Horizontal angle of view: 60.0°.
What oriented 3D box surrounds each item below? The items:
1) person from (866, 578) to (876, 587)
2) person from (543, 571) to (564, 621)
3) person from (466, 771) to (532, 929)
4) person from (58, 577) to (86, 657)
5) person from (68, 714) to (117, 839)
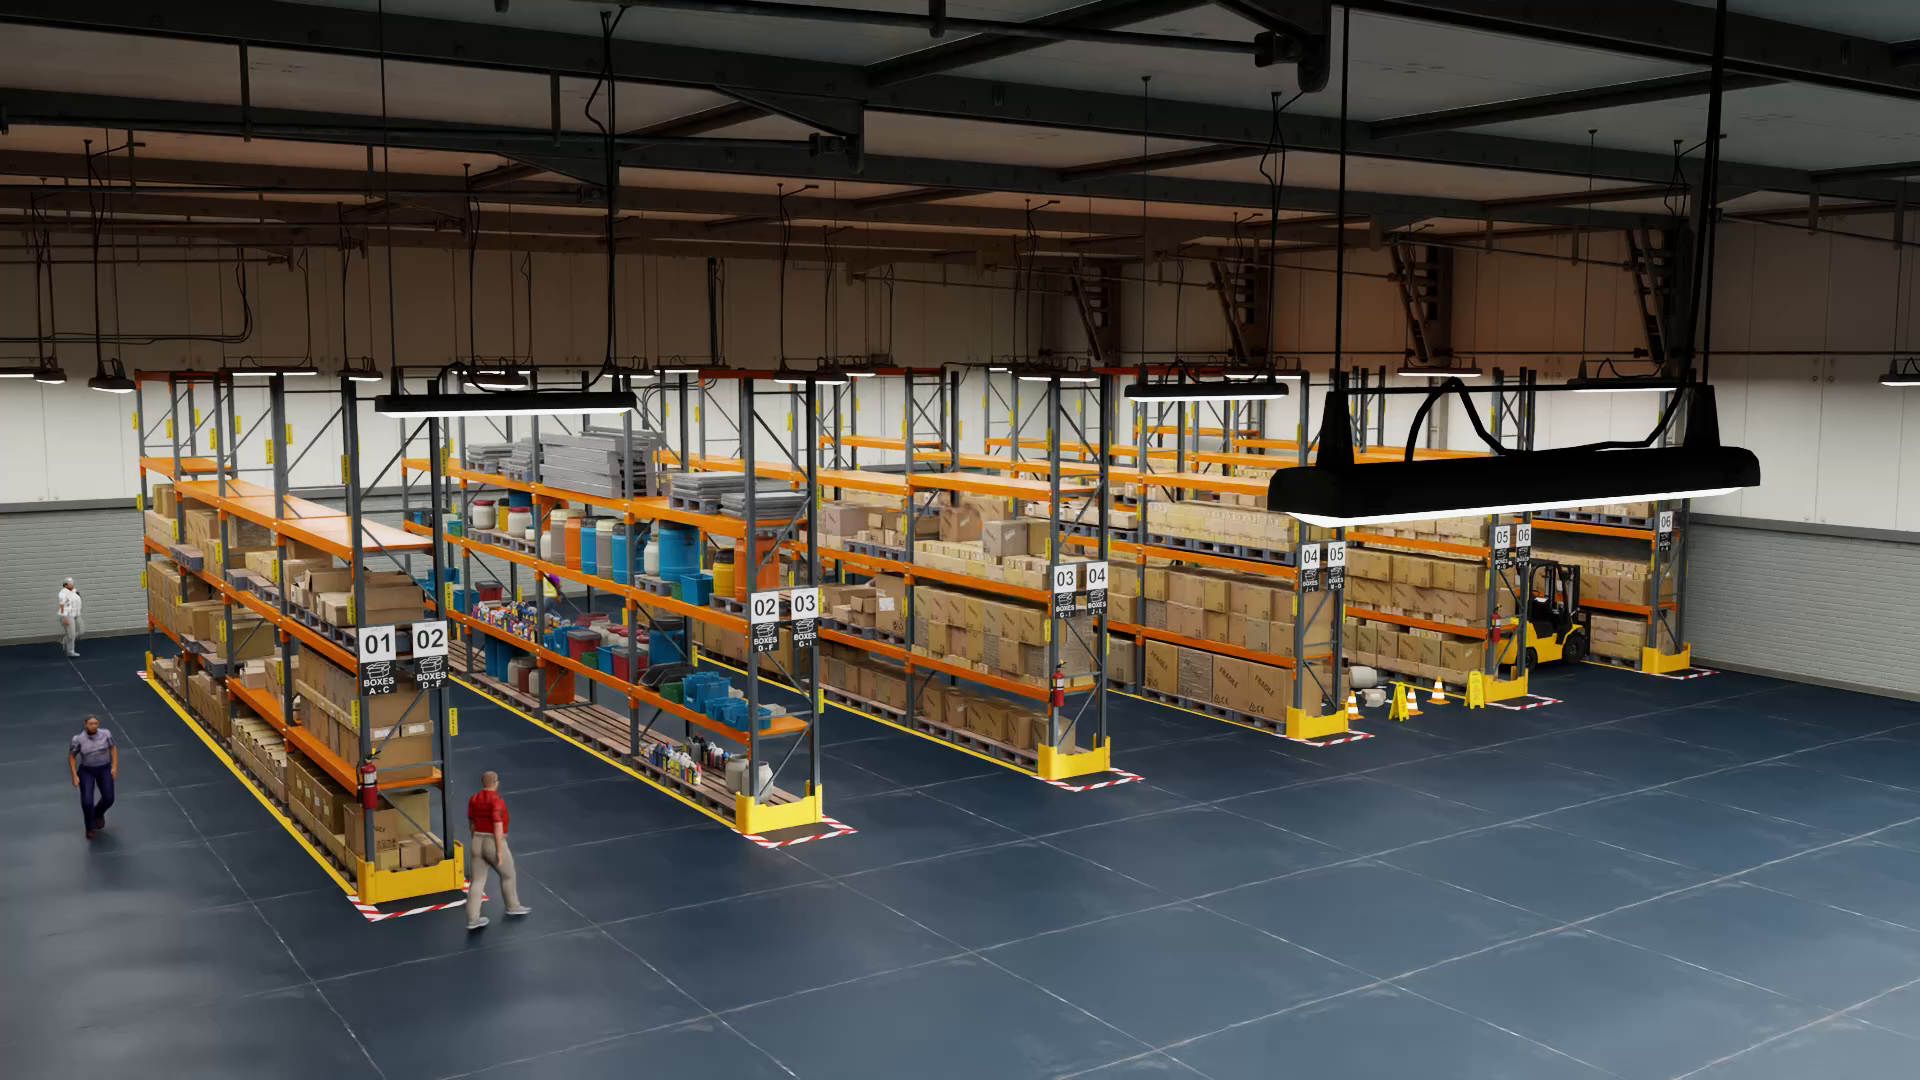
[{"bbox_3d":[-1.999,0.609,43.435,0.815,1.653,0.456,-2,7,-13],"label":"person"},{"bbox_3d":[-9.362,1.255,37.527,1.065,1.699,0.550,-5,8,-40],"label":"person"},{"bbox_3d":[-5.210,3.406,18.469,0.558,1.707,0.861,2,7,19],"label":"person"},{"bbox_3d":[-18.548,1.588,34.621,0.501,1.651,0.487,1,7,10],"label":"person"},{"bbox_3d":[-11.416,3.069,21.904,0.571,1.632,0.558,-5,8,-35],"label":"person"}]
